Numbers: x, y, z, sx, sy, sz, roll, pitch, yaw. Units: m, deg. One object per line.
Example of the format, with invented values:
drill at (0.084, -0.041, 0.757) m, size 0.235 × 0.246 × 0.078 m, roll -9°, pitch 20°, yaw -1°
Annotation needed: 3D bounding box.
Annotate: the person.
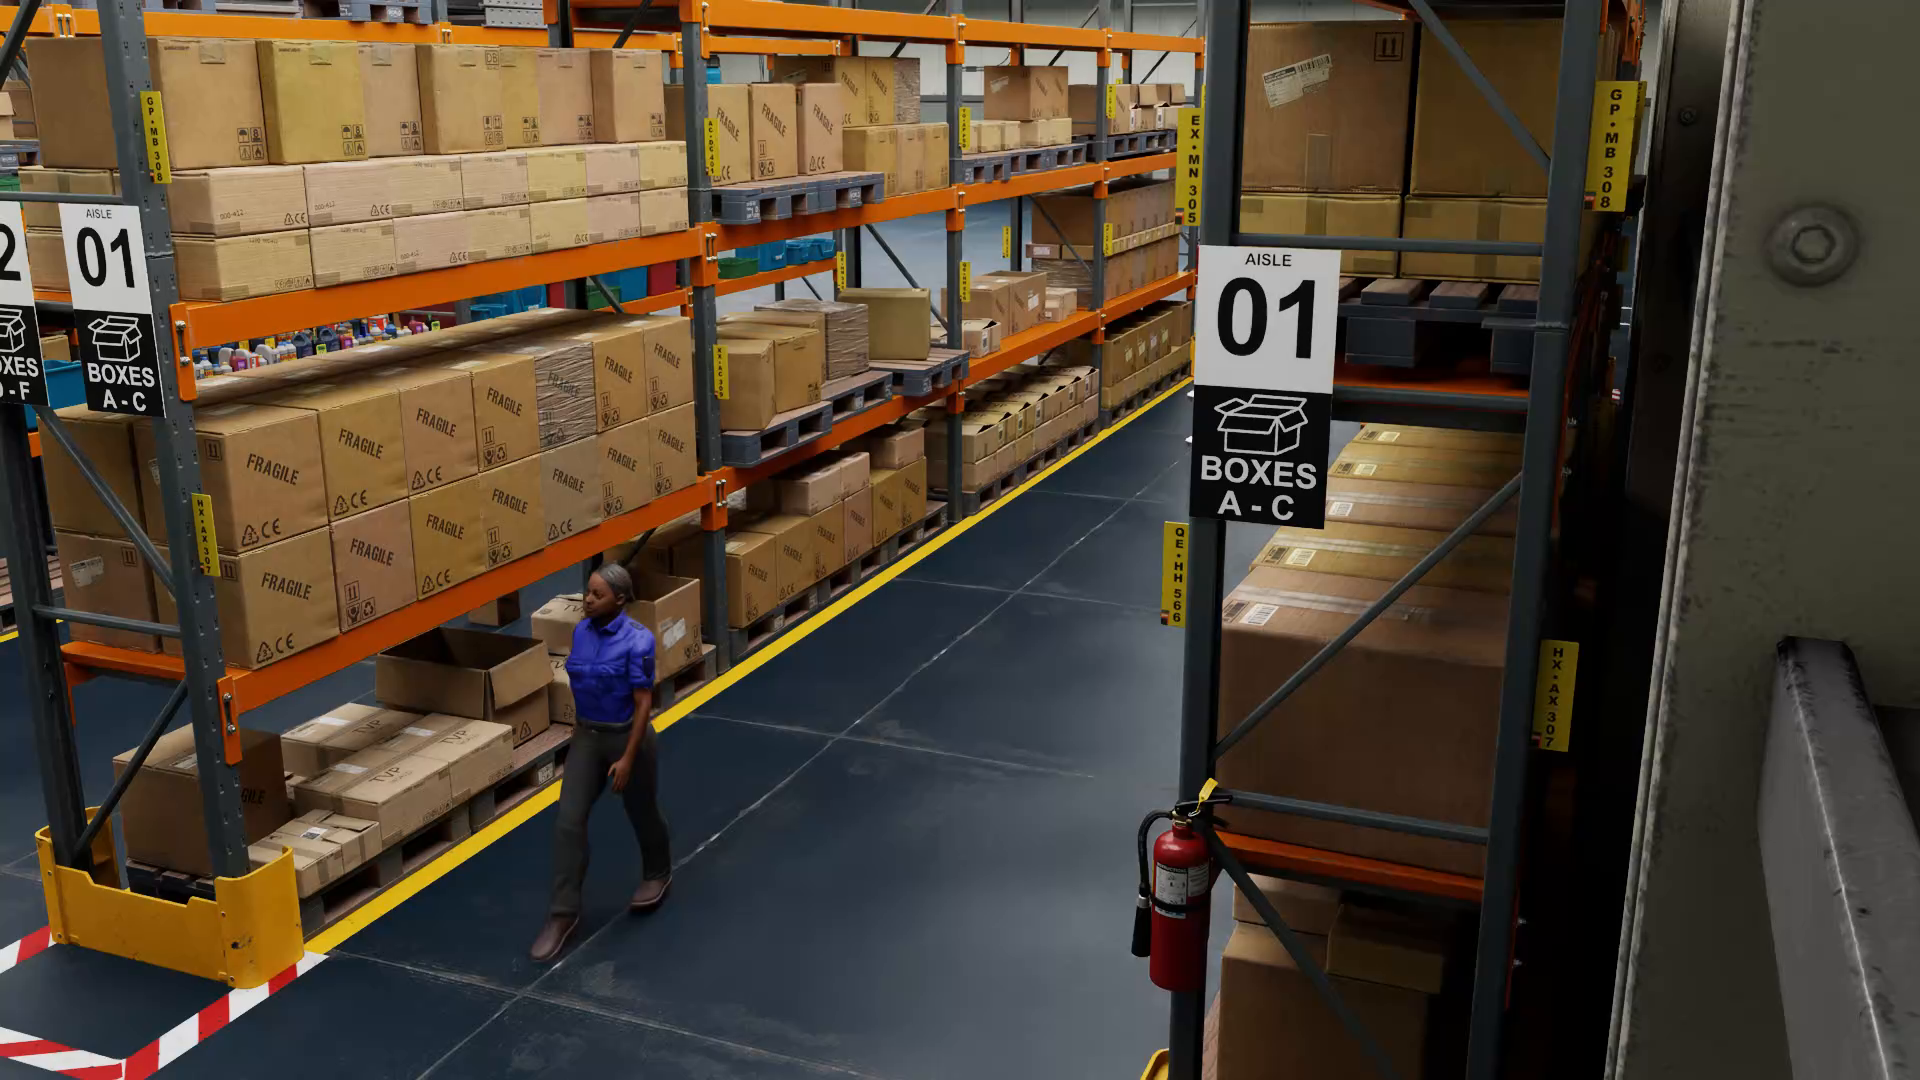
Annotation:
person at (-1.512, 0.861, 7.234) m, size 0.446 × 1.550 × 0.678 m, roll 7°, pitch 17°, yaw 22°
